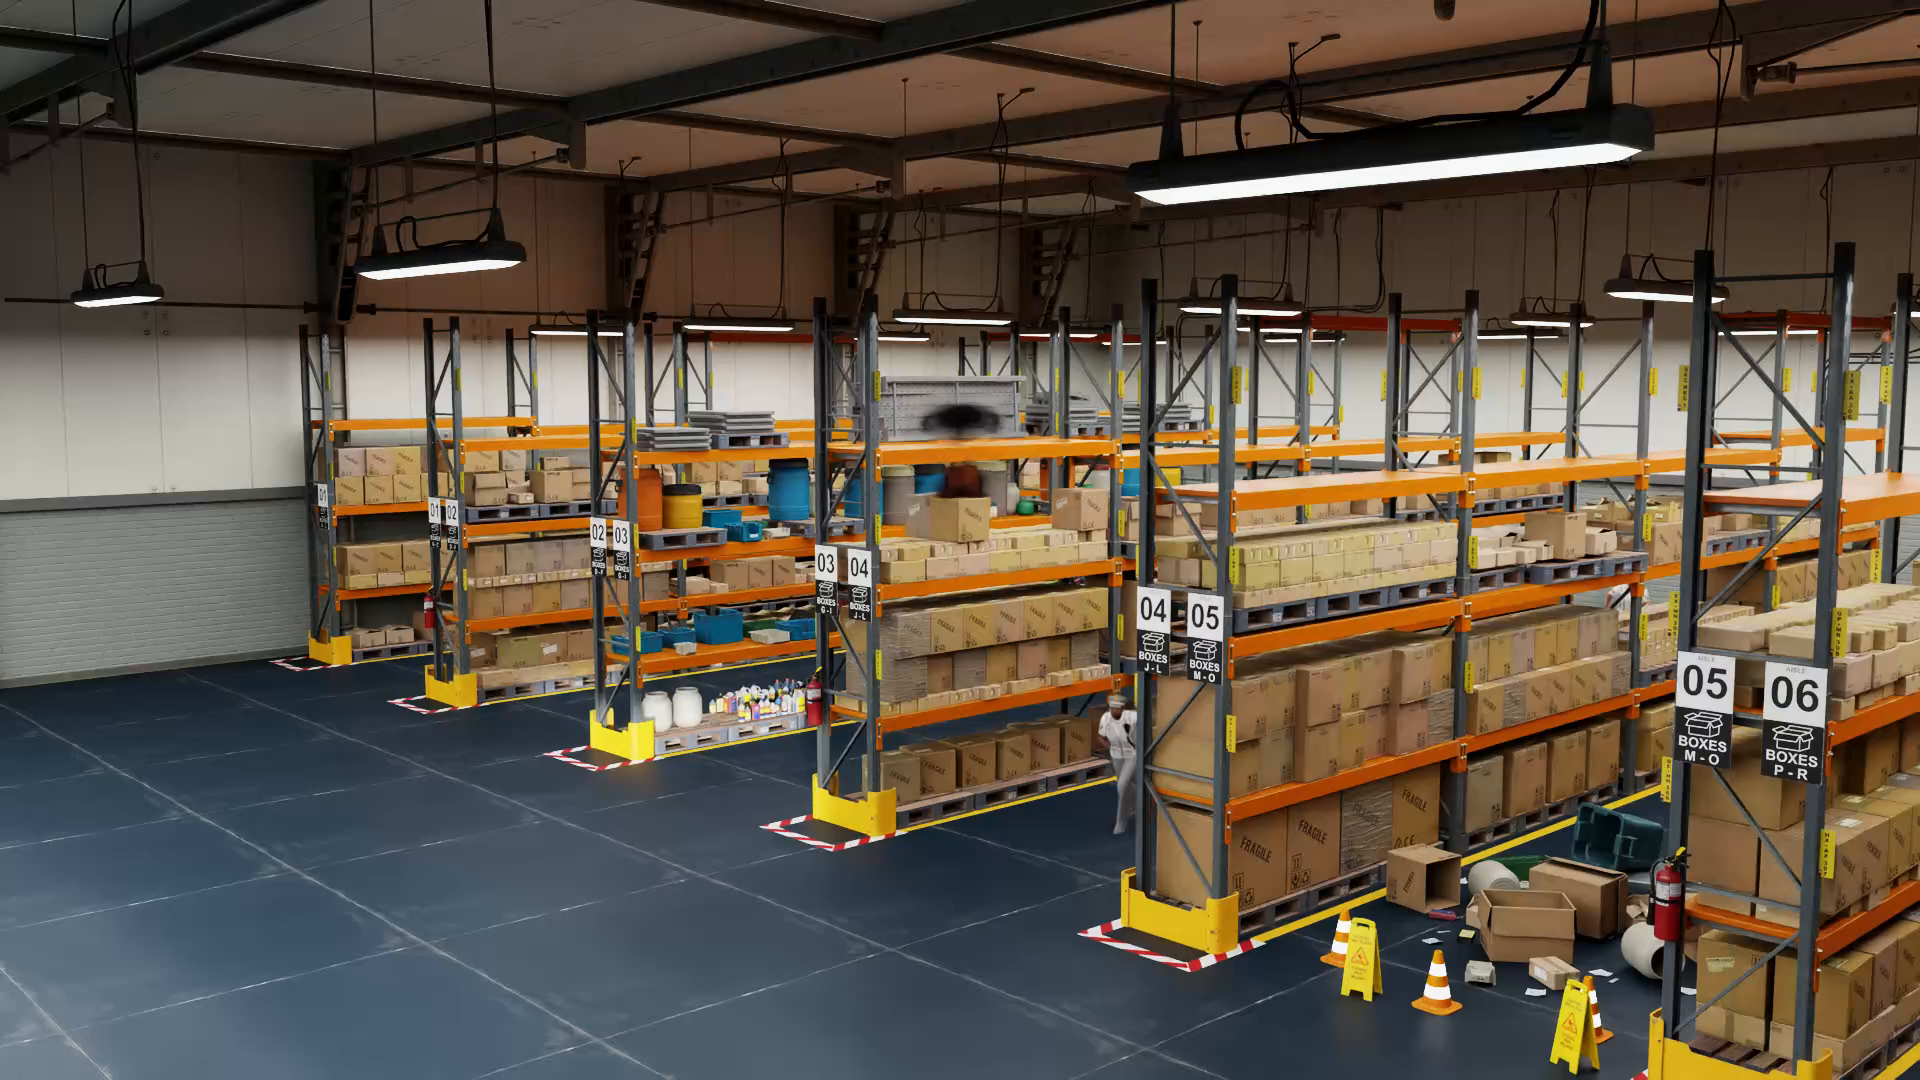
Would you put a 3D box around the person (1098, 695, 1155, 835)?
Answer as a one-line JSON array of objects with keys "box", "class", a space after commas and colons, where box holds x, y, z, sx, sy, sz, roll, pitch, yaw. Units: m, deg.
[{"box": [1.907, 2.505, 18.837, 0.621, 1.654, 0.965, 3, 6, 25], "class": "person"}]

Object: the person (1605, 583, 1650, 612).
[{"box": [11.735, 1.392, 29.224, 0.663, 1.760, 0.877, 1, 6, 5], "class": "person"}]
